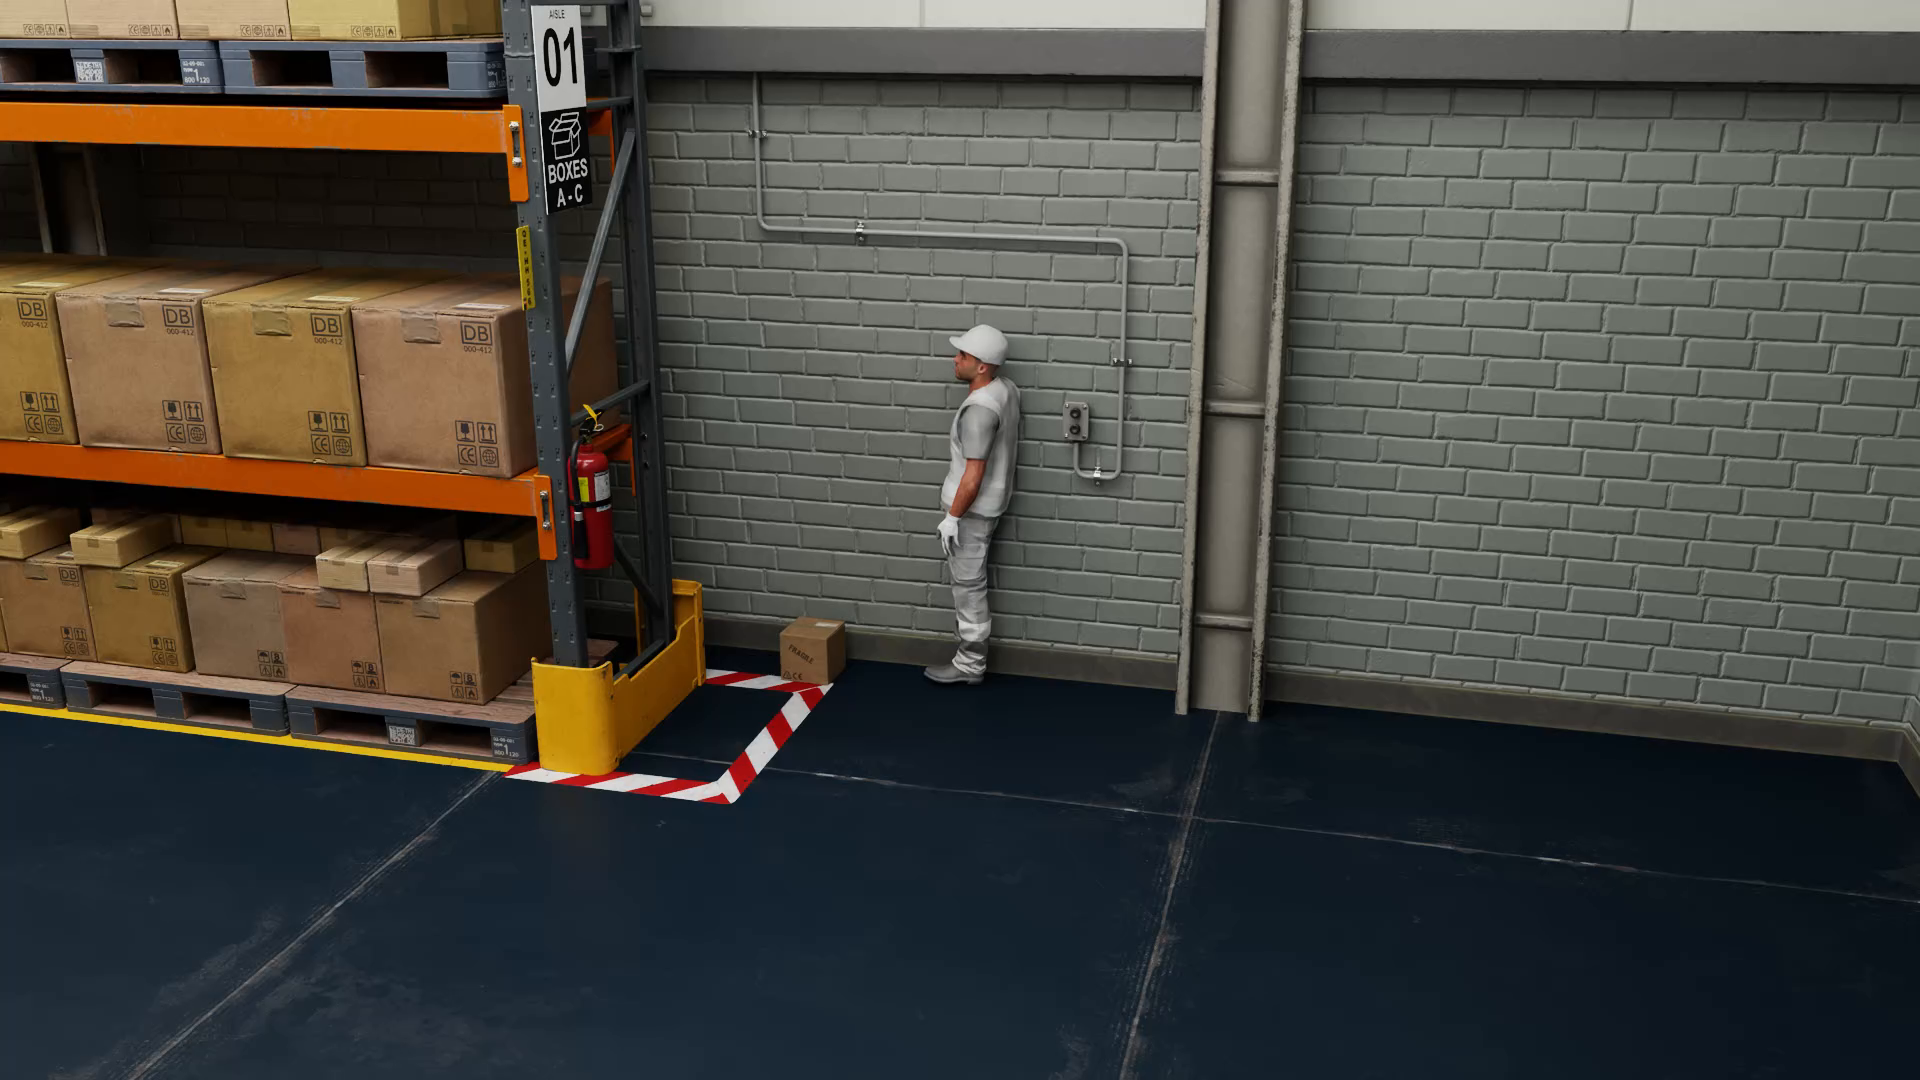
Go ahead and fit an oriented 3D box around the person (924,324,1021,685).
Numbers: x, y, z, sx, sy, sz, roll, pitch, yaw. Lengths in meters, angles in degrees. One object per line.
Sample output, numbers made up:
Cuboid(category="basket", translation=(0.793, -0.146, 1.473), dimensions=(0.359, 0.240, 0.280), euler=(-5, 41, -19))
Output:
Cuboid(category="person", translation=(-0.007, -0.163, 7.985), dimensions=(0.563, 1.789, 0.637), euler=(5, 19, 14))
